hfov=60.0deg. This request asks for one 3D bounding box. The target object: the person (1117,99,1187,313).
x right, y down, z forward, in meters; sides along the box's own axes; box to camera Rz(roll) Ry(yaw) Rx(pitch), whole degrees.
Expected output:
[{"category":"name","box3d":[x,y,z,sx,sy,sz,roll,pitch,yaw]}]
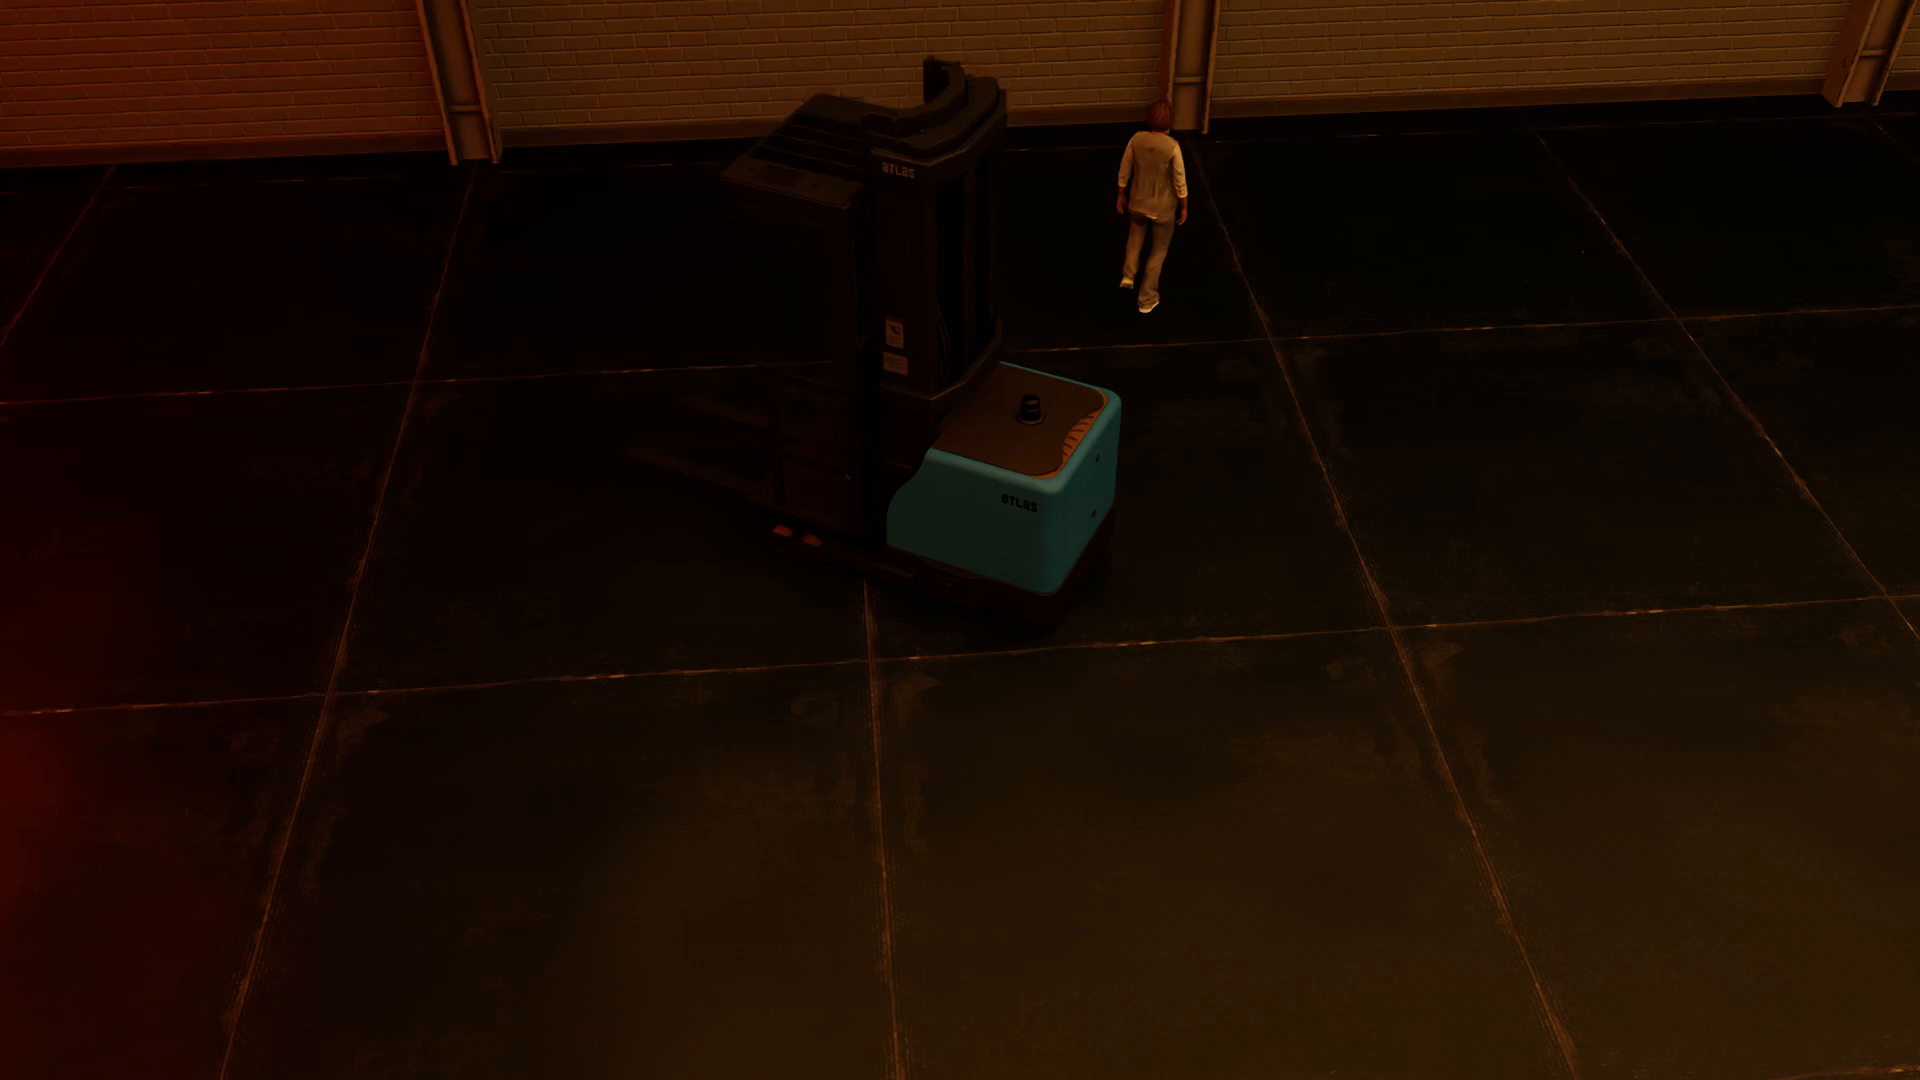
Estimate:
[{"category":"person","box3d":[1.369,-2.369,11.773,0.512,1.606,0.458,19,44,21]}]

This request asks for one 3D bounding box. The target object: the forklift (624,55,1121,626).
[{"category":"forklift","box3d":[-0.617,-1.274,9.428,3.031,2.935,1.130,17,43,19]}]
